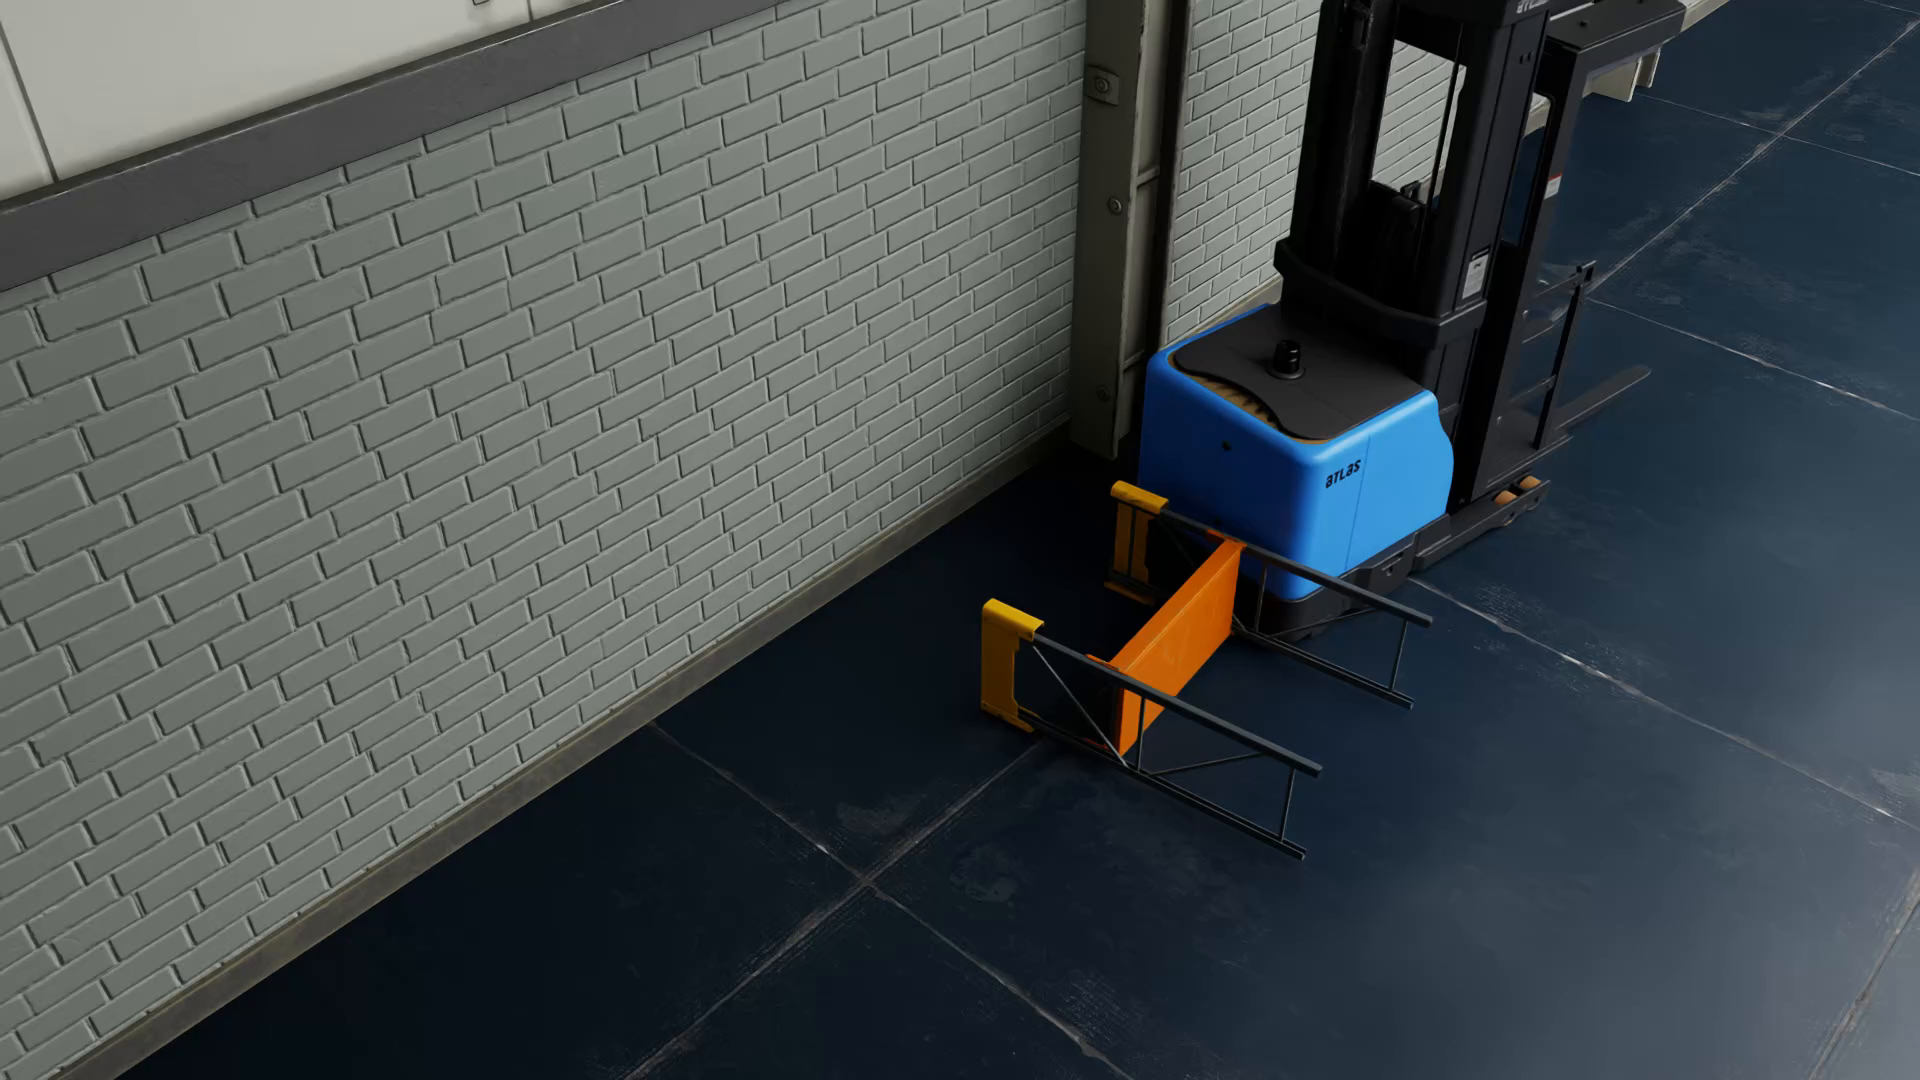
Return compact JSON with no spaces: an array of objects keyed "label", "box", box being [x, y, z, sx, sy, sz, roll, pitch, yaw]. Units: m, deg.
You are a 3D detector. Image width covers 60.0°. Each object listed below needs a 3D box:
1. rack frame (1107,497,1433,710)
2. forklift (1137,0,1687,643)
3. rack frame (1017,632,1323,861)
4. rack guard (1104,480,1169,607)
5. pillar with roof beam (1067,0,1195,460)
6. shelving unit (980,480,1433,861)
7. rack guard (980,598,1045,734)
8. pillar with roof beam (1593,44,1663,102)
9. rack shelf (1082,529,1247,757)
[{"label":"rack frame","box":[1.303,0.246,7.232,1.500,0.500,0.032,24,44,27]},{"label":"forklift","box":[2.277,-1.451,7.504,3.031,2.935,1.130,-26,45,-29]},{"label":"rack frame","box":[0.711,0.760,6.585,1.500,0.500,0.032,24,44,27]},{"label":"rack guard","box":[0.793,0.020,7.516,0.250,0.587,0.087,24,44,27]},{"label":"pillar with roof beam","box":[3.974,-2.276,3.666,9.100,9.000,0.400,30,47,32]},{"label":"shelving unit","box":[1.012,0.498,6.914,1.500,0.587,1.083,24,44,27]},{"label":"rack guard","box":[0.214,0.524,6.882,0.250,0.587,0.087,24,44,27]},{"label":"pillar with roof beam","box":[8.022,-5.033,7.133,9.100,9.000,0.400,30,47,32]},{"label":"rack shelf","box":[0.860,0.438,6.990,0.185,0.538,1.000,24,44,27]}]
